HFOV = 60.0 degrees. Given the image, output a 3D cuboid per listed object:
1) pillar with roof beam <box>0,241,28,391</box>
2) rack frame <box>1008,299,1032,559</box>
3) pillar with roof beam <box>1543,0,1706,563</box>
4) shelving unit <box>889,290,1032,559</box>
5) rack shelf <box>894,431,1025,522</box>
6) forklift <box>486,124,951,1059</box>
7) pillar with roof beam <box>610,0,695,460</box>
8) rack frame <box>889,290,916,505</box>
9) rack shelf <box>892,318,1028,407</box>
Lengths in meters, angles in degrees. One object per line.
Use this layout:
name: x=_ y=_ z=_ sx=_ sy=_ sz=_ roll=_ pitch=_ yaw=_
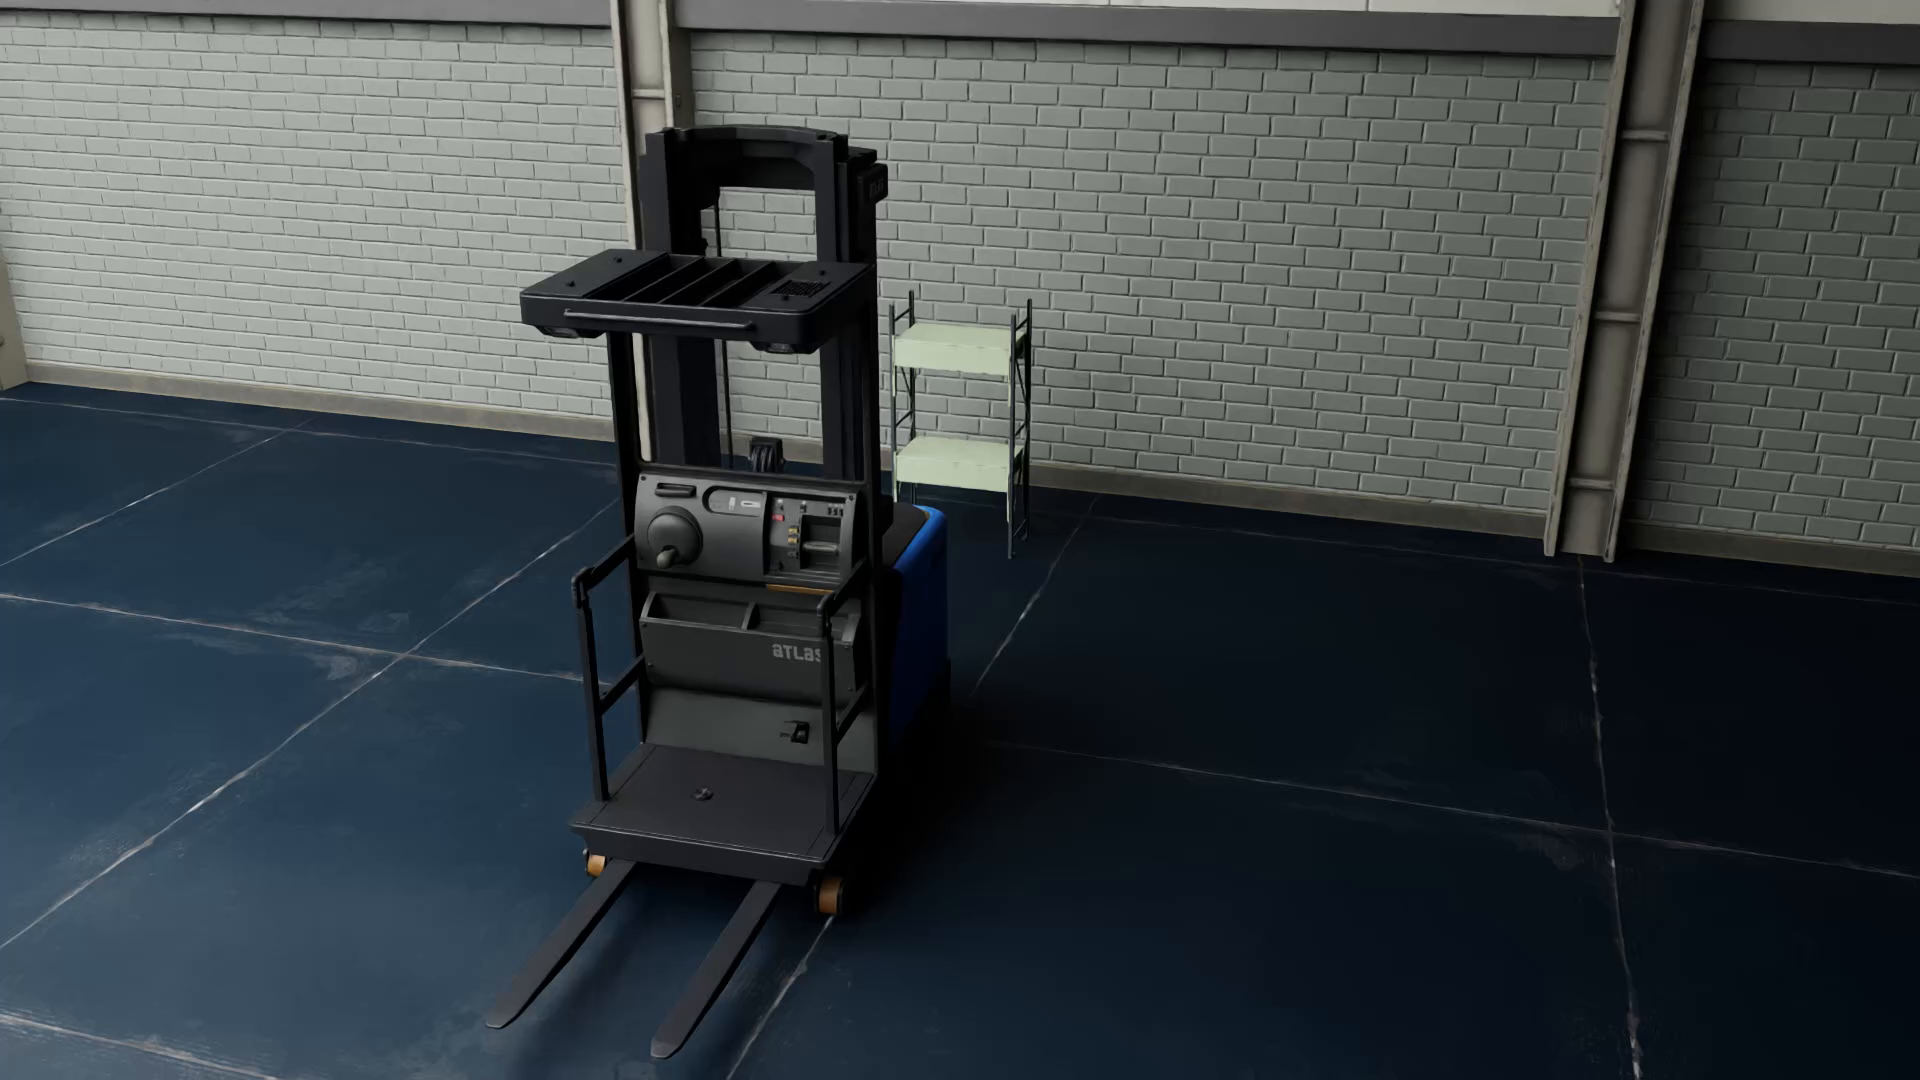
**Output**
pillar with roof beam: x=-8.966 y=-3.856 z=7.813 sx=0.400 sy=9.000 sz=9.100 roll=7 pitch=23 yaw=16
rack frame: x=0.357 y=-0.653 z=9.886 sx=0.023 sy=1.500 sz=0.400 roll=7 pitch=23 yaw=16
pillar with roof beam: x=2.522 y=-2.541 z=4.606 sx=0.400 sy=9.000 sz=9.100 roll=7 pitch=23 yaw=16
shelving unit: x=0.006 y=-0.693 z=9.984 sx=0.755 sy=1.500 sz=0.431 roll=7 pitch=23 yaw=16
rack shelf: x=0.006 y=-0.392 z=10.107 sx=0.720 sy=0.370 sz=0.431 roll=7 pitch=23 yaw=16
forklift: x=-0.912 y=-0.022 z=6.463 sx=1.130 sy=2.935 sz=3.031 roll=6 pitch=23 yaw=13
pillar with roof beam: x=-3.222 y=-3.198 z=6.209 sx=0.400 sy=9.000 sz=9.100 roll=7 pitch=23 yaw=16
rack frame: x=-0.344 y=-0.733 z=10.081 sx=0.023 sy=1.500 sz=0.400 roll=7 pitch=23 yaw=16
rack shelf: x=0.006 y=-1.054 z=9.836 sx=0.720 sy=0.370 sz=0.431 roll=7 pitch=23 yaw=16
